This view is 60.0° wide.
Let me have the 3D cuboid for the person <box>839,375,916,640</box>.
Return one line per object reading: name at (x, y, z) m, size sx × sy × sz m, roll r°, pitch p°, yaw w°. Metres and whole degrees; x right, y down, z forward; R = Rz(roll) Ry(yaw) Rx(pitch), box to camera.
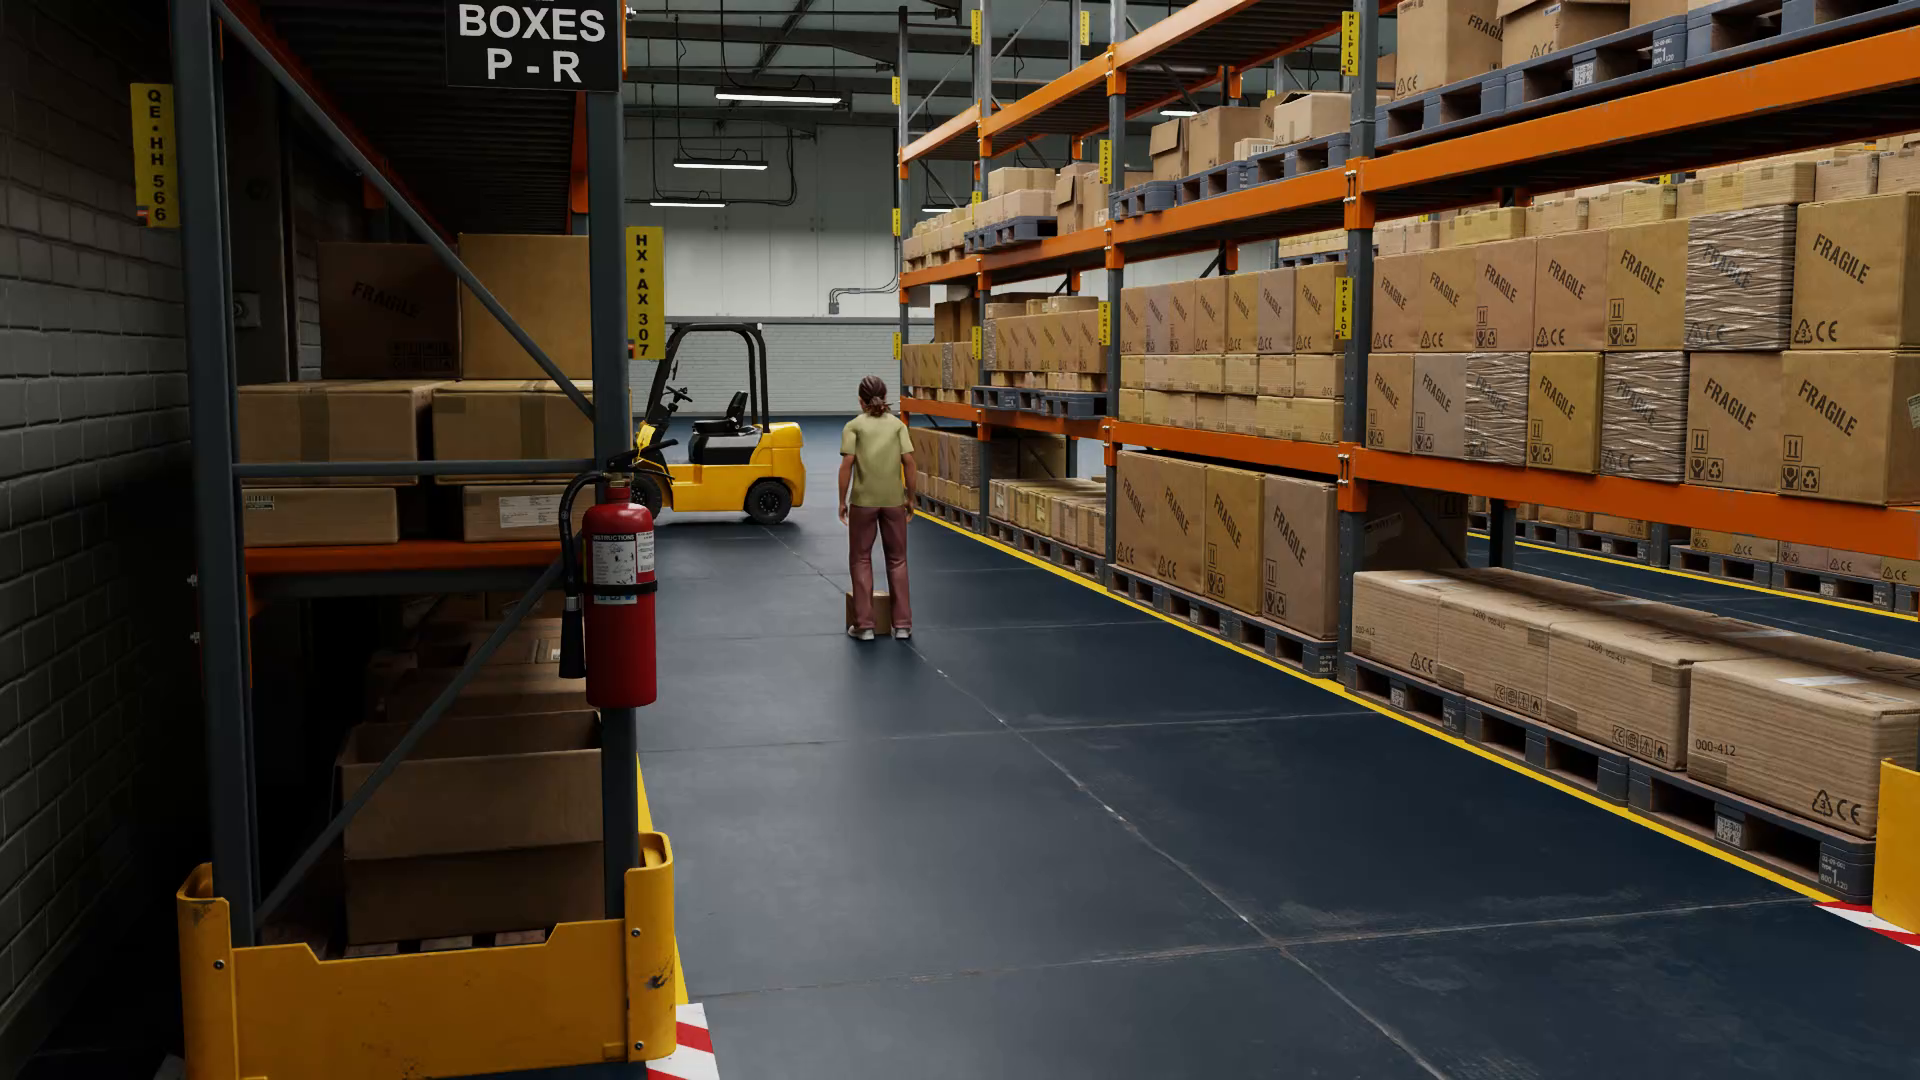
person at (-0.530, -0.208, 10.553) m, size 0.499 × 1.673 × 0.355 m, roll -2°, pitch 6°, yaw -14°
